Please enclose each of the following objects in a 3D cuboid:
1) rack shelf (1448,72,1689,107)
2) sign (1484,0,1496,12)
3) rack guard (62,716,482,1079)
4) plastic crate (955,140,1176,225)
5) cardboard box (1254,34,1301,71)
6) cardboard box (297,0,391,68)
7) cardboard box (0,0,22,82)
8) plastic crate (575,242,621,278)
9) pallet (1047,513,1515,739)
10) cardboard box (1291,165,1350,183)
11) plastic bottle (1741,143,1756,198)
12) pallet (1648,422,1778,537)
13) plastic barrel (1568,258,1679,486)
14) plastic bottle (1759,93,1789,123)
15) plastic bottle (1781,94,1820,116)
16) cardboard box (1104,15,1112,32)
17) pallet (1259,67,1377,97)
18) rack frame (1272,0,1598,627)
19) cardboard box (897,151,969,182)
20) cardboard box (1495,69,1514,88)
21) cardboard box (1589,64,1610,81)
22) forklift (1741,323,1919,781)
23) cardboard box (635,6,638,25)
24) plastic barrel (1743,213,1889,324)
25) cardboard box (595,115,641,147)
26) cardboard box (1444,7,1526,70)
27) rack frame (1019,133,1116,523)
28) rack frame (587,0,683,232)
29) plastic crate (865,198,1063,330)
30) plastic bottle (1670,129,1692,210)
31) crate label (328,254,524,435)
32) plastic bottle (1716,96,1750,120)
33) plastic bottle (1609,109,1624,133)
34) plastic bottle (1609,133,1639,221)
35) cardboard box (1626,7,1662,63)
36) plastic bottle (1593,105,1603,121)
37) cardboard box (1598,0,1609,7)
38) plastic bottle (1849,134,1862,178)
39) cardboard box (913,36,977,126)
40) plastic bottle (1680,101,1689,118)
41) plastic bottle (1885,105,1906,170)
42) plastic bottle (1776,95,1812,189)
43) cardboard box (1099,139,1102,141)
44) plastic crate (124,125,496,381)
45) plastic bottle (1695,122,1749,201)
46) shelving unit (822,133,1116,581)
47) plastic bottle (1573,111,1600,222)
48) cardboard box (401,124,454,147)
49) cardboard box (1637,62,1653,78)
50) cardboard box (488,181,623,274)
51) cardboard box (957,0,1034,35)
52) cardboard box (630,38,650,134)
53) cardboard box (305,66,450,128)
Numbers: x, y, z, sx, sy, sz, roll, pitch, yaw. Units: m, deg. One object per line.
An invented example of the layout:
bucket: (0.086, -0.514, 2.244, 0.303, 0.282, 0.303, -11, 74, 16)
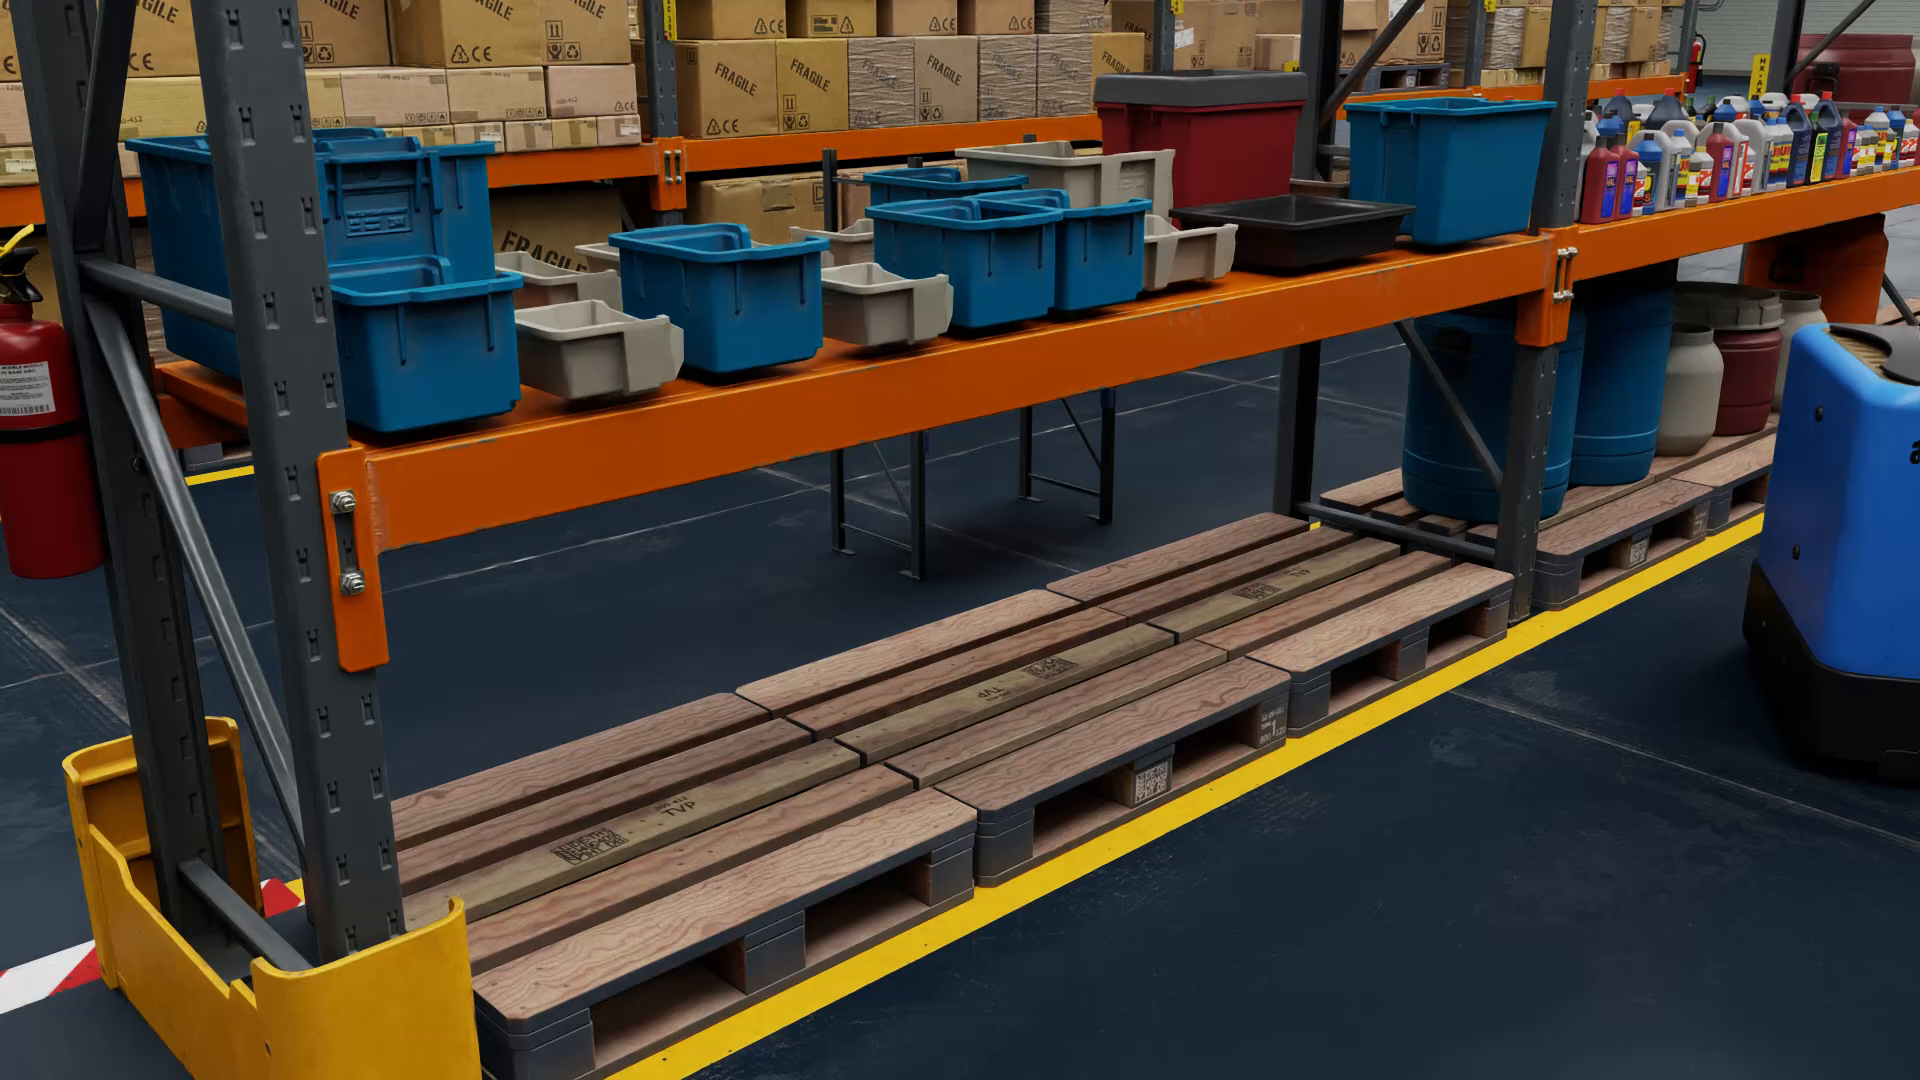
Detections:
rack shelf: (5.415, -4.146, 15.576, 4.000, 0.370, 1.077, -16, 24, -41)
sign: (4.345, -4.492, 13.599, 0.005, 0.325, 0.100, -16, 24, -41)
rack guard: (-1.363, 0.785, 3.253, 0.348, 0.500, 1.175, -16, 24, -41)
plastic crate: (0.315, -0.950, 4.645, 0.530, 0.282, 0.437, -16, 24, -41)
cardboard box: (2.431, -3.649, 12.439, 0.500, 0.250, 0.500, 17, 25, 42)
cardboard box: (-3.113, -2.538, 7.995, 0.500, 0.500, 0.500, 17, 25, 42)
cardboard box: (-3.860, -2.096, 6.631, 0.500, 0.500, 0.500, -17, 25, -42)
plastic crate: (-0.666, -0.587, 3.761, 0.243, 0.136, 0.396, -16, 24, -41)
pallet: (1.044, 0.231, 5.429, 1.213, 0.211, 1.003, -16, 24, -41)
cardboard box: (2.735, -2.744, 13.425, 0.700, 0.500, 0.500, 15, 23, 39)
plastic bottle: (2.925, -1.393, 6.238, 0.097, 0.201, 0.097, 0, 18, 0)
pallet: (3.028, -0.347, 7.213, 1.213, 0.211, 1.003, -16, 24, -41)
plastic barrel: (2.473, -0.723, 6.572, 0.708, 0.901, 0.600, -16, 24, -41)
plastic bottle: (3.921, -2.029, 8.081, 0.135, 0.276, 0.152, -16, 24, -41)
plastic bottle: (4.026, -1.995, 7.975, 0.135, 0.276, 0.152, -16, 24, -41)
cardboard box: (1.271, -5.472, 18.254, 0.550, 0.550, 0.875, -16, 24, -41)
pallet: (2.465, -3.555, 12.896, 1.213, 0.211, 1.003, -16, 24, -41)
rack frame: (1.552, -1.260, 5.507, 0.127, 3.000, 1.000, -16, 24, -41)
cardboard box: (-0.114, -2.078, 10.793, 0.875, 0.875, 1.225, -16, 24, -41)
cardboard box: (4.515, -3.974, 14.284, 0.250, 0.149, 0.380, -16, 24, -41)
cardboard box: (5.785, -4.345, 15.429, 0.250, 0.149, 0.380, -16, 24, -41)
forklift: (3.867, -0.785, 4.152, 3.031, 2.935, 1.130, 5, 19, 14)
cardboard box: (-2.695, -4.399, 13.950, 0.250, 0.149, 0.380, -15, 23, -39)
plastic barrel: (4.114, -1.167, 8.059, 0.708, 0.830, 0.600, -16, 24, -41)
cardboard box: (-1.848, -2.112, 8.543, 0.250, 0.149, 0.380, -16, 24, -41)
cardboard box: (4.331, -4.335, 14.348, 0.500, 0.500, 0.875, -16, 24, -41)
rack frame: (0.431, -0.839, 6.641, 0.032, 1.500, 0.500, -16, 24, -41)
rack frame: (-1.851, -2.370, 8.930, 0.127, 3.000, 1.000, -16, 24, -41)
plastic crate: (0.007, -0.619, 3.703, 0.300, 0.233, 0.416, -16, 24, -41)
plastic bottle: (2.519, -1.307, 5.862, 0.097, 0.271, 0.097, 0, 18, 0)
crate label: (-0.949, -0.340, 2.843, 0.303, 0.233, 0.416, -16, 24, -41)
plastic bottle: (3.585, -1.931, 7.778, 0.135, 0.276, 0.152, -16, 24, -41)
plastic bottle: (2.718, -1.662, 6.955, 0.097, 0.271, 0.097, 0, 18, 0)
plastic bottle: (2.208, -1.215, 5.556, 0.133, 0.283, 0.061, -16, 24, -41)
cardboard box: (6.169, -4.858, 15.961, 0.500, 0.500, 0.875, -16, 24, -41)
plastic bottle: (2.651, -1.681, 6.996, 0.133, 0.283, 0.061, -16, 24, -41)
cardboard box: (5.545, -5.088, 15.050, 0.500, 0.500, 0.500, -16, 24, -41)
plastic bottle: (3.698, -1.618, 6.933, 0.097, 0.201, 0.097, 0, 18, 0)
cardboard box: (-0.245, -2.782, 10.040, 0.500, 0.500, 0.500, -16, 24, -40)
plastic bottle: (3.218, -1.833, 7.484, 0.097, 0.271, 0.097, 0, 18, 0)
plastic bottle: (4.052, -1.754, 7.241, 0.097, 0.271, 0.097, 0, 18, 0)
plastic bottle: (3.251, -1.569, 6.539, 0.185, 0.351, 0.144, -16, 24, -41)
cardboard box: (1.132, -4.504, 18.278, 0.875, 0.875, 0.875, -16, 24, -40)
plastic crate: (-1.240, -0.570, 3.226, 0.499, 0.435, 0.616, -16, 24, -41)
plastic bottle: (2.822, -1.410, 6.170, 0.135, 0.276, 0.152, -16, 24, -41)
shelving unit: (0.062, -0.732, 6.309, 1.048, 1.500, 0.538, -16, 24, -41)
plastic bottle: (2.059, -1.247, 5.547, 0.185, 0.351, 0.144, -16, 24, -41)
cardboard box: (-2.595, -1.894, 7.870, 0.250, 0.149, 0.380, -16, 24, -40)
cardboard box: (6.474, -4.569, 16.120, 0.250, 0.149, 0.380, -16, 24, -41)
cardboard box: (-2.386, -1.437, 8.817, 0.875, 0.875, 0.875, -16, 24, -41)
cardboard box: (0.037, -3.453, 10.483, 0.637, 0.503, 0.797, -16, 24, -40)
cardboard box: (-1.699, -2.578, 9.409, 0.500, 0.500, 0.500, -16, 24, -41)
cardboard box: (-2.737, -2.069, 7.764, 0.500, 0.250, 0.500, -16, 24, -40)
